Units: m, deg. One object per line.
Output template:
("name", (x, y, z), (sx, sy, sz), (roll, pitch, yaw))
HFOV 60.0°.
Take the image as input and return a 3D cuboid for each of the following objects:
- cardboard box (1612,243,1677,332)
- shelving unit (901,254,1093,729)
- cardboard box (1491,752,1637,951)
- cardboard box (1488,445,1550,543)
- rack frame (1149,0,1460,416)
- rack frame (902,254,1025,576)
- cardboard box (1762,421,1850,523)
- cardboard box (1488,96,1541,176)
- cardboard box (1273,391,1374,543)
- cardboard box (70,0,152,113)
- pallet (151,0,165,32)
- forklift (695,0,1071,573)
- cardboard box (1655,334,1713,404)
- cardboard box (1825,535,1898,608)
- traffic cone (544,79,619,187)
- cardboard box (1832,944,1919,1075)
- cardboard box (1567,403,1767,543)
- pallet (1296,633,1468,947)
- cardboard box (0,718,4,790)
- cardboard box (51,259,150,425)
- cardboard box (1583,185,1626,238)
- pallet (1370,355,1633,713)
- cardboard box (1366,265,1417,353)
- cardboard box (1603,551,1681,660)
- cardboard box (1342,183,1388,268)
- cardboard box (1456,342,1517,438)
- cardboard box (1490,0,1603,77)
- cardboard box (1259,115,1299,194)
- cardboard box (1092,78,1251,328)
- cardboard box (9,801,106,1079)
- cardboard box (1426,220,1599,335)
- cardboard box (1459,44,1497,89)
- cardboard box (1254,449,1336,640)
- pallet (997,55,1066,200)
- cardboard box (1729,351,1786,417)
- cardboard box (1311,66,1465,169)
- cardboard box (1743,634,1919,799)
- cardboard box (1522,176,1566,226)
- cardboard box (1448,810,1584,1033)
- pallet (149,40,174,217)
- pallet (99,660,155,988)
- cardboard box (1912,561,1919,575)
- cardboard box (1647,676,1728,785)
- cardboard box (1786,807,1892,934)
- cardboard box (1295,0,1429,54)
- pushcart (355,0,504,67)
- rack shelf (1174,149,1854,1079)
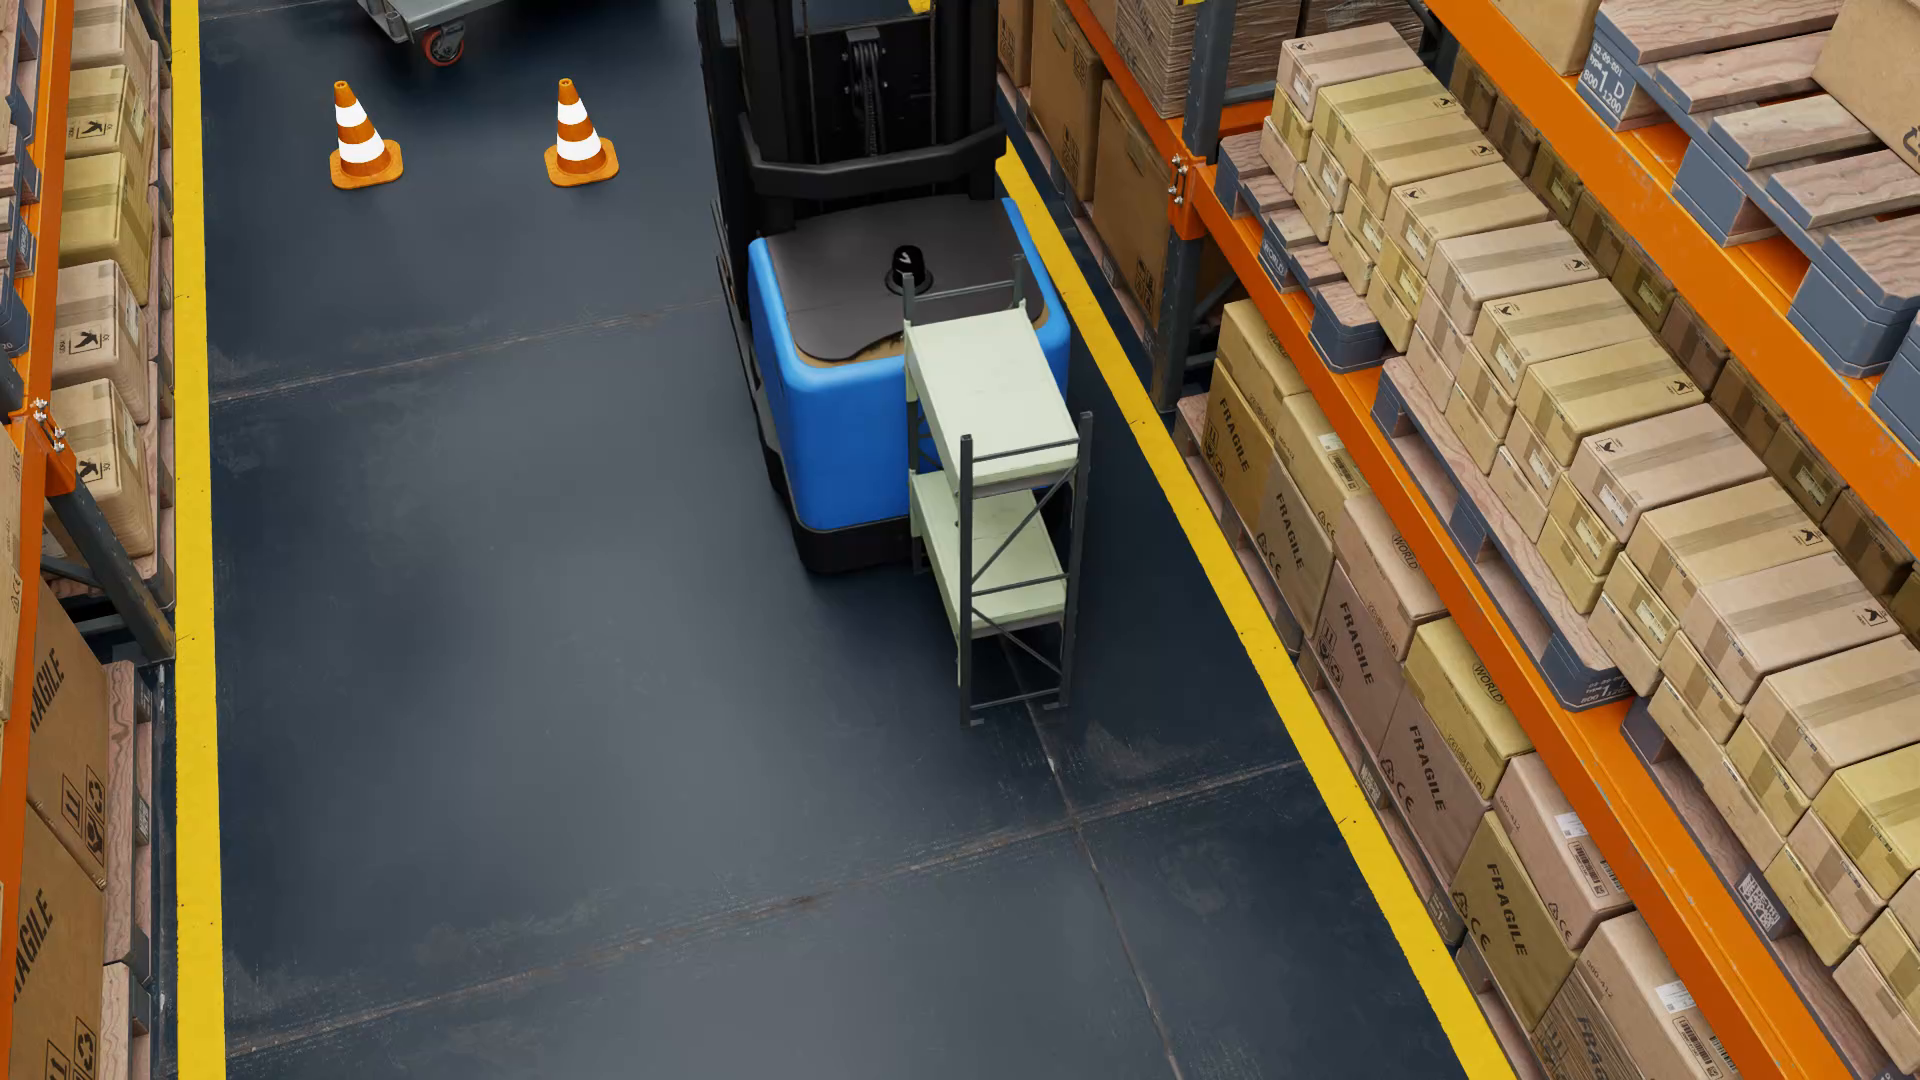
("cardboard box", (2.185, -0.787, 4.937), (0.380, 0.149, 0.250), (-14, 51, -11))
("shelving unit", (0.104, -0.121, 5.661), (0.431, 1.500, 0.755), (-11, 51, -9))
("cardboard box", (1.880, 0.838, 4.741), (0.500, 0.250, 0.500), (-11, 51, -9))
("cardboard box", (1.707, -0.170, 4.611), (0.380, 0.149, 0.250), (-15, 51, -12))
("rack frame", (1.298, -1.646, 5.966), (1.000, 3.000, 0.127), (-13, 51, -11))
("rack frame", (0.012, -0.392, 5.890), (0.400, 1.500, 0.023), (-11, 51, -9))
("cardboard box", (2.411, -0.224, 4.462), (0.380, 0.149, 0.250), (-14, 51, -12))
("cardboard box", (1.960, -1.344, 5.406), (0.380, 0.149, 0.250), (-12, 51, -10))
("cardboard box", (1.421, -0.289, 5.691), (0.500, 0.250, 0.500), (-14, 51, -11))
("cardboard box", (-4.426, -2.281, 7.944), (0.950, 0.372, 0.625), (-13, 51, -11))
("pallet", (-4.816, -2.959, 8.896), (1.003, 0.211, 1.213), (-13, 51, -11))
("forklift", (-0.460, -1.974, 6.287), (1.130, 2.935, 3.031), (-11, 51, -9))
("cardboard box", (2.257, -0.506, 4.894), (0.380, 0.149, 0.250), (-12, 51, -10))
("cardboard box", (2.497, 0.075, 4.404), (0.380, 0.149, 0.250), (-15, 52, -13))
("traffic cone", (-1.838, -1.982, 7.908), (0.336, 0.463, 0.334), (-13, 51, -11))
("cardboard box", (2.174, 0.975, 3.645), (0.380, 0.149, 0.250), (-14, 51, -12))
("cardboard box", (1.791, -0.172, 4.223), (0.380, 0.149, 0.250), (-15, 52, -13))
("pallet", (1.885, 0.713, 5.801), (1.003, 0.211, 1.213), (-13, 51, -11))
("cardboard box", (-2.703, 0.647, 4.131), (0.500, 0.250, 0.500), (-14, 51, -11))
("cardboard box", (-3.784, -0.694, 6.607), (0.950, 0.372, 0.625), (-14, 51, -12))
("cardboard box", (2.113, -1.069, 4.979), (0.380, 0.149, 0.250), (-12, 51, -10))
("pallet", (1.923, -0.148, 4.828), (1.003, 0.211, 1.213), (-13, 51, -11))
("cardboard box", (1.478, -0.739, 5.090), (0.380, 0.149, 0.250), (-11, 51, -9))
("cardboard box", (1.864, 0.116, 4.175), (0.380, 0.149, 0.250), (-16, 52, -13))
("cardboard box", (1.414, -1.006, 5.121), (0.380, 0.149, 0.250), (-15, 51, -12))
("cardboard box", (1.631, -0.458, 4.659), (0.380, 0.149, 0.250), (-14, 51, -11))
("cardboard box", (1.520, -1.441, 3.765), (0.500, 0.500, 0.500), (-13, 51, -11))
("cardboard box", (1.238, -1.328, 5.587), (0.380, 0.149, 0.250), (-14, 51, -11))
("cardboard box", (1.204, -1.522, 7.057), (1.050, 0.750, 0.750), (-14, 51, -11))
("cardboard box", (-3.016, 1.272, 4.621), (0.875, 0.875, 0.875), (-13, 51, -11))
("cardboard box", (1.560, -0.745, 4.706), (0.380, 0.149, 0.250), (-11, 51, -9))
("cardboard box", (1.881, -1.638, 5.459), (0.380, 0.149, 0.250), (-15, 52, -12))
("cardboard box", (1.416, -0.035, 5.968), (0.500, 0.500, 0.500), (-13, 51, -11))
("pallet", (0.780, -2.230, 8.281), (1.003, 0.211, 1.213), (-13, 51, -11))
("cardboard box", (2.337, -0.503, 4.502), (0.380, 0.149, 0.250), (-12, 51, -10))
("cardboard box", (1.332, -1.315, 5.187), (0.380, 0.149, 0.250), (-15, 51, -12))
("cardboard box", (2.021, 0.395, 3.746), (0.380, 0.149, 0.250), (-15, 51, -12))
("cardboard box", (2.031, -1.075, 5.374), (0.380, 0.149, 0.250), (-13, 51, -10))
("cardboard box", (1.870, 1.087, 5.022), (0.500, 0.500, 0.500), (-14, 51, -12))
("pallet", (-4.352, -1.908, 8.010), (1.003, 0.211, 1.213), (-13, 51, -11))
("pallet", (-3.239, 1.038, 5.526), (1.003, 0.211, 1.213), (-13, 51, -11))
("cardboard box", (2.571, 0.064, 4.024), (0.380, 0.149, 0.250), (-14, 51, -11))
("cardboard box", (1.951, 0.420, 4.113), (0.380, 0.149, 0.250), (-16, 52, -13))
("cardboard box", (2.096, 0.687, 3.694), (0.380, 0.149, 0.250), (-13, 51, -11))
("cardboard box", (1.423, -2.068, 6.255), (0.500, 0.500, 0.500), (-13, 51, -11))
("pushcart", (-2.420, -3.082, 8.891), (1.648, 0.377, 0.936), (-30, 56, -23))
("rack shelf", (1.890, 0.046, 5.009), (1.077, 0.370, 4.000), (-13, 51, -11))
